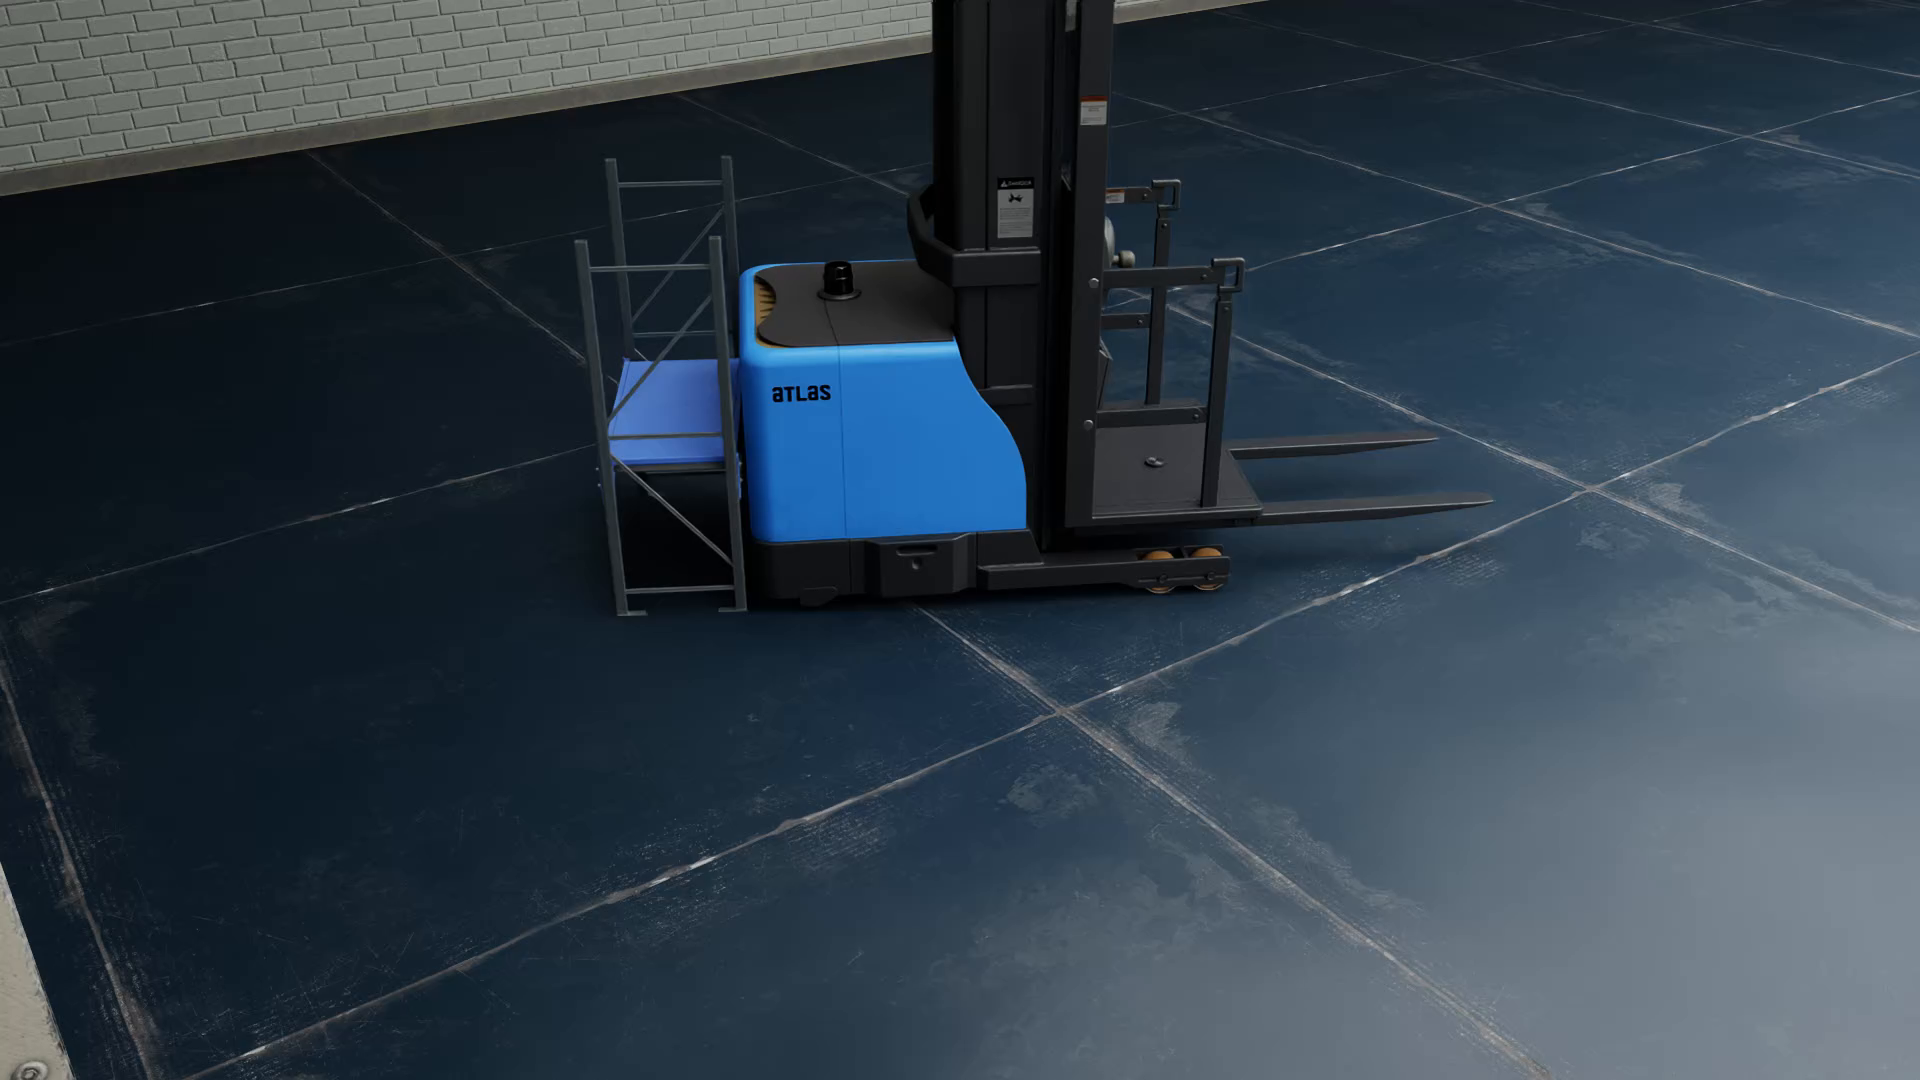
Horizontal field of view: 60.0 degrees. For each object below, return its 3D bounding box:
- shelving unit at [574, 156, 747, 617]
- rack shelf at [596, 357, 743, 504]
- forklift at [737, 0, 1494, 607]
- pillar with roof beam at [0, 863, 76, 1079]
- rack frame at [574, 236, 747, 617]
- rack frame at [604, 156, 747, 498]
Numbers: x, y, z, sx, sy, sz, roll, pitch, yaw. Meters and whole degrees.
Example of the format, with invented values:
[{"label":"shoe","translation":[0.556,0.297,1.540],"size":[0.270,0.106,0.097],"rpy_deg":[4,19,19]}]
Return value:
[{"label":"shelving unit","translation":[-1.120,-0.619,6.535],"size":[0.538,1.500,1.048],"rpy_deg":[-2,29,-4]},{"label":"rack shelf","translation":[-1.120,-0.461,6.621],"size":[0.538,0.185,1.000],"rpy_deg":[-2,29,-4]},{"label":"forklift","translation":[0.643,-1.324,6.334],"size":[3.031,2.935,1.130],"rpy_deg":[-3,29,-6]},{"label":"pillar with roof beam","translation":[1.161,-3.622,4.207],"size":[9.100,9.000,0.400],"rpy_deg":[-19,34,-31]},{"label":"rack frame","translation":[-1.077,-0.378,6.090],"size":[0.500,1.500,0.032],"rpy_deg":[-2,29,-4]},{"label":"rack frame","translation":[-1.162,-0.861,6.981],"size":[0.500,1.500,0.032],"rpy_deg":[-2,29,-4]}]
